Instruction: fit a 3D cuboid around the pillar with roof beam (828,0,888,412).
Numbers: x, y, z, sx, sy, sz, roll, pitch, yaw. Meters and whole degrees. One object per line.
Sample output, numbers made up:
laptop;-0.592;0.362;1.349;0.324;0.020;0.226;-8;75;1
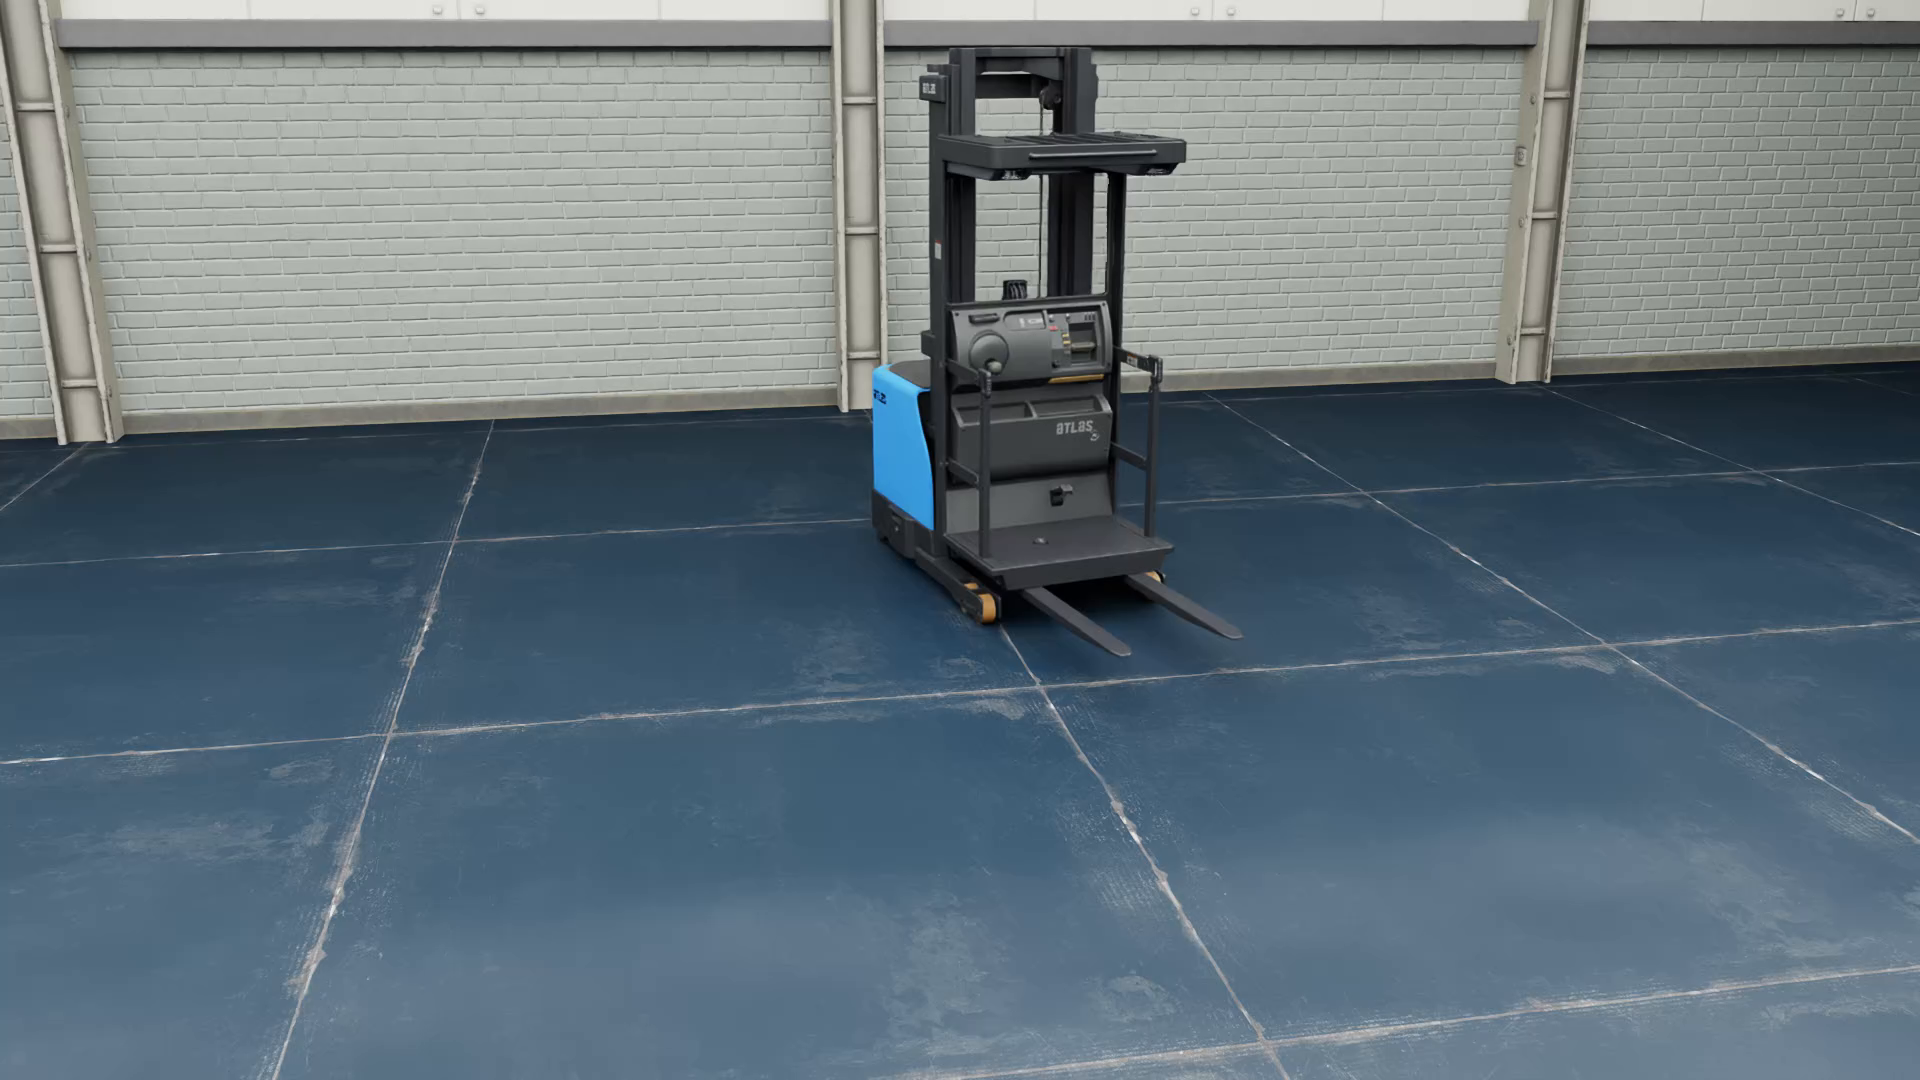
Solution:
pillar with roof beam;0.002;-4.175;8.578;0.400;9.000;9.100;-3;17;-10

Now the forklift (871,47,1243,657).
forklift;0.483;-1.093;8.877;1.130;2.935;3.031;-7;18;-21

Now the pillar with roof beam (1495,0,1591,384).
pillar with roof beam;5.893;-4.509;9.666;0.400;9.000;9.100;-3;17;-10

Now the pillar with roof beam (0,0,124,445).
pillar with roof beam;-5.889;-3.841;7.490;0.400;9.000;9.100;-3;17;-10
